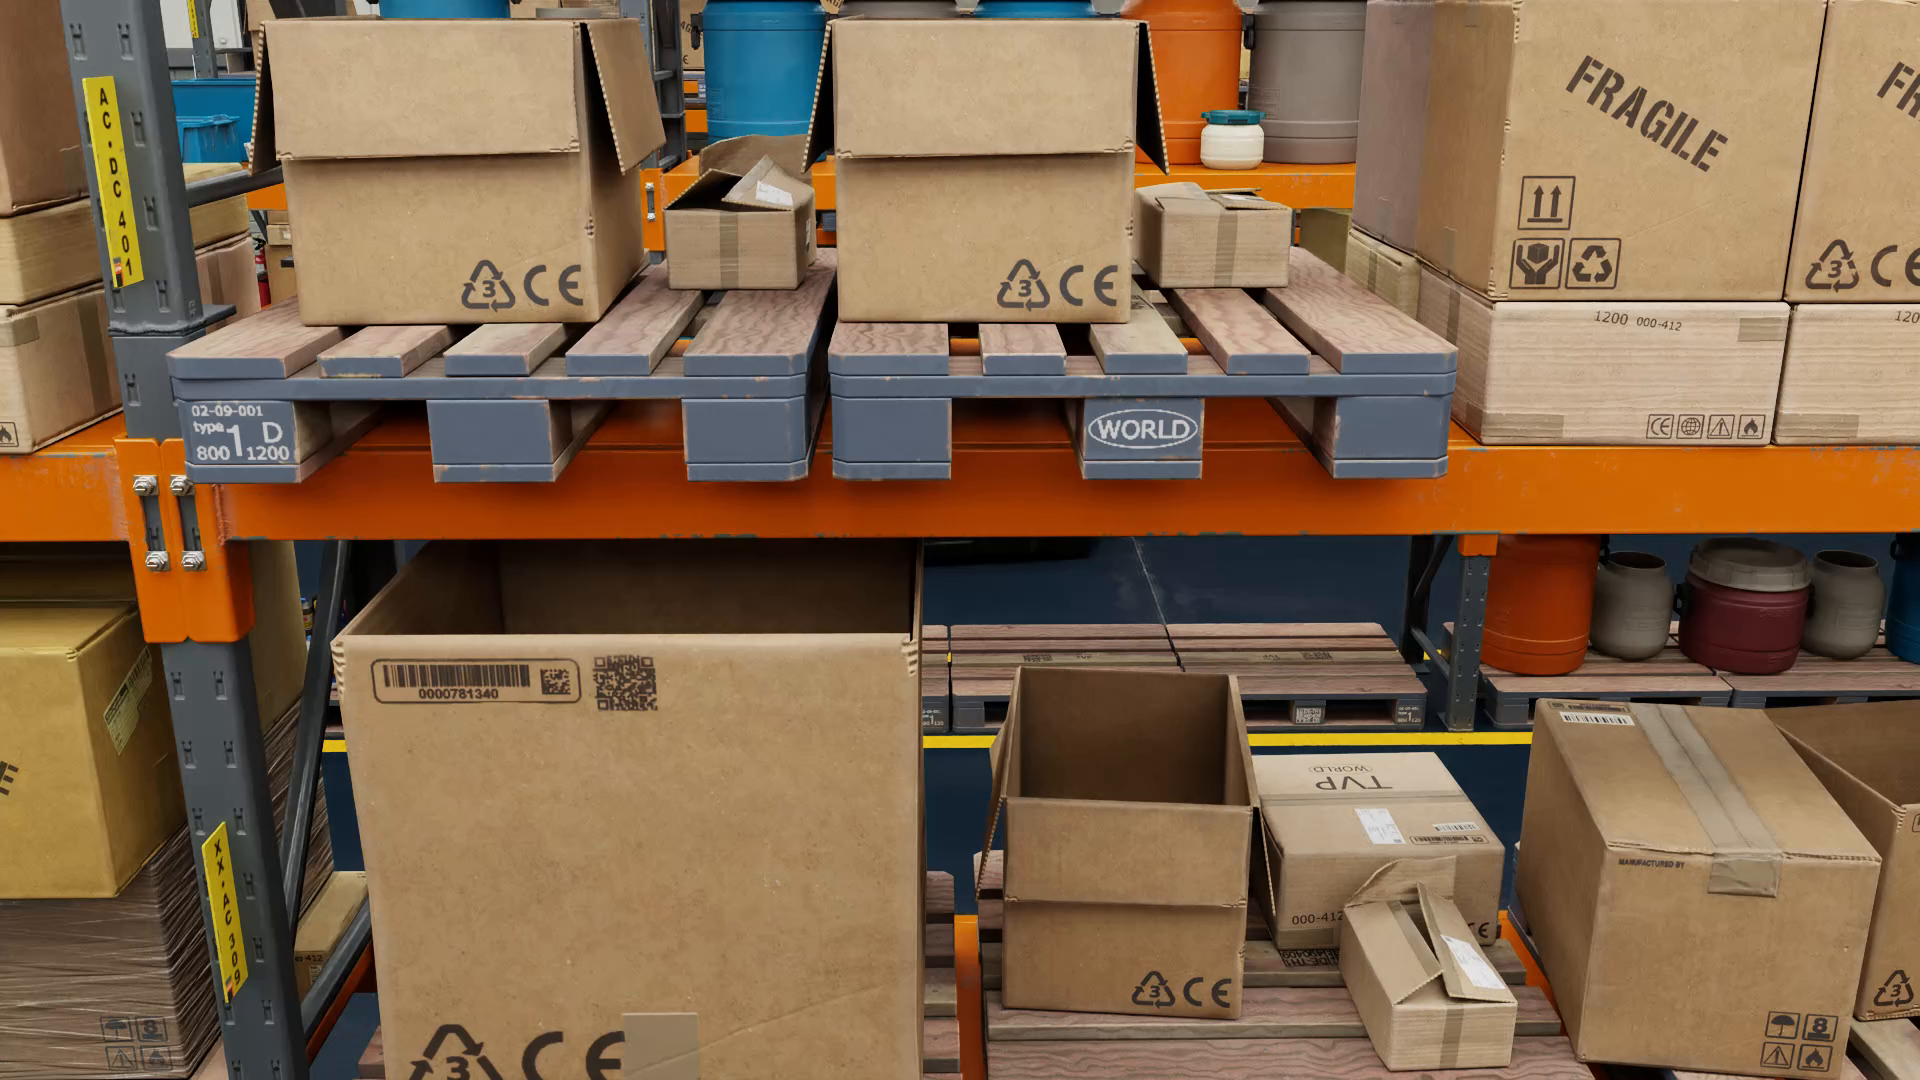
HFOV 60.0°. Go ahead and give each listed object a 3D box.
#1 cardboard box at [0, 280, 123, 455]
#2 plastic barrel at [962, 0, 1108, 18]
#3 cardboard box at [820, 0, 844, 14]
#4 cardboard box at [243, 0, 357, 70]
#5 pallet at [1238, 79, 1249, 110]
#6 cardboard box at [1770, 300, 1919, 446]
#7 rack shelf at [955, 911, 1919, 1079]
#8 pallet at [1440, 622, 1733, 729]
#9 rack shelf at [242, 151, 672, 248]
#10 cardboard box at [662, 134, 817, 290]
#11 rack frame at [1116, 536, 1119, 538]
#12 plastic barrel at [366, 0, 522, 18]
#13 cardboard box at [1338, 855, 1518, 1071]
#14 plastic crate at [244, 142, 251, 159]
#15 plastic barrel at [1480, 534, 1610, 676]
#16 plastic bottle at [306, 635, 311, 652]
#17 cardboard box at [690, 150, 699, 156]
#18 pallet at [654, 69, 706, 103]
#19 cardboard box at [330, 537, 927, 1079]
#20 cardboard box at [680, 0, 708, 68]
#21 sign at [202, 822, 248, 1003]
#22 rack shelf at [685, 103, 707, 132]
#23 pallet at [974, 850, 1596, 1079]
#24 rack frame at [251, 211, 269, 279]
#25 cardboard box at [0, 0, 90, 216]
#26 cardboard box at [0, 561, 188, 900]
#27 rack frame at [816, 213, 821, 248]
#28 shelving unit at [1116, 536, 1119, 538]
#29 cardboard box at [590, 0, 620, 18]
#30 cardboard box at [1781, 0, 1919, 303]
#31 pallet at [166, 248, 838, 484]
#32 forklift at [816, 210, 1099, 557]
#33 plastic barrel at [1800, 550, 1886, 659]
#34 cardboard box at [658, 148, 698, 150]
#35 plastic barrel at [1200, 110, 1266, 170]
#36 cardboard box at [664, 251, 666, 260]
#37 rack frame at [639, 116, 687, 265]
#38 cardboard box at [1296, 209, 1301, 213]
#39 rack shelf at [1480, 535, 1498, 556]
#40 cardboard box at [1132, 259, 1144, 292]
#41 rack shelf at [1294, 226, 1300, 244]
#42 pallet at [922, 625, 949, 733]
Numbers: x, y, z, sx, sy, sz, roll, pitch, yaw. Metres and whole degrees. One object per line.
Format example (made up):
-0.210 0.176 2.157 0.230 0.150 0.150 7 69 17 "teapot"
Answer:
-1.824 -0.340 3.032 0.500 0.250 0.500 0 18 1 "cardboard box"
0.362 -2.320 8.138 0.708 0.901 0.600 0 18 -1 "plastic barrel"
-0.908 -3.996 12.512 0.500 0.500 0.500 0 18 0 "cardboard box"
-4.950 -3.817 12.540 0.637 0.503 0.797 1 18 3 "cardboard box"
1.797 -3.418 12.690 1.003 0.211 1.213 1 18 2 "pallet"
1.659 -0.358 3.087 0.500 0.250 0.500 0 18 -1 "cardboard box"
0.627 1.268 3.863 4.000 0.370 1.077 0 18 -1 "rack shelf"
3.336 0.714 8.976 1.213 0.211 1.003 0 18 -1 "pallet"
-3.451 -1.654 8.060 4.000 0.370 1.077 0 18 -1 "rack shelf"
-0.434 -0.665 3.331 0.258 0.266 0.396 0 18 1 "cardboard box"
1.087 -0.476 11.557 0.006 0.900 0.240 -2 18 -7 "rack frame"
-2.448 -2.473 7.927 0.708 0.901 0.600 0 18 -1 "plastic barrel"
0.964 0.870 3.457 0.258 0.266 0.396 -1 18 -2 "cardboard box"
-3.049 -1.750 7.612 0.396 0.136 0.243 0 18 -1 "plastic crate"
3.037 0.229 8.790 0.708 0.830 0.600 0 18 -1 "plastic barrel"
-3.290 0.616 8.464 0.097 0.271 0.097 0 18 0 "plastic bottle"
-1.969 -2.752 12.929 0.500 0.500 0.700 0 18 -1 "cardboard box"
-2.378 -3.465 12.673 1.213 0.211 1.003 0 18 -1 "pallet"
-0.576 0.488 3.446 1.000 1.000 1.000 0 18 0 "cardboard box"
-2.033 -3.911 12.839 0.500 0.500 0.500 1 18 4 "cardboard box"
-1.356 0.688 3.074 0.005 0.325 0.100 0 18 -1 "sign"
-3.525 -3.167 12.776 4.000 0.370 1.077 0 18 -1 "rack shelf"
0.648 1.029 3.744 1.213 0.211 1.003 0 18 -1 "pallet"
-5.525 -2.072 13.095 0.127 3.000 1.000 0 18 -1 "rack frame"
-1.819 -0.841 2.878 0.500 0.500 0.500 -1 18 -2 "cardboard box"
-1.818 0.356 3.241 0.500 0.500 0.500 0 18 -1 "cardboard box"
-1.607 -3.604 17.871 0.127 3.000 1.000 0 18 -1 "rack frame"
0.986 -0.472 11.544 0.210 0.900 0.258 -2 18 -7 "shelving unit"
-3.638 -5.630 17.442 0.500 0.500 0.500 0 18 -1 "cardboard box"
1.641 -0.714 2.970 0.500 0.500 0.500 0 18 -1 "cardboard box"
-0.754 -0.375 3.201 1.003 0.211 1.213 0 18 -1 "pallet"
-0.621 -1.370 11.019 3.031 2.935 1.130 -2 18 -7 "forklift"
4.730 0.344 8.949 0.421 0.512 0.421 0 18 0 "plastic barrel"
-3.096 -3.958 17.962 0.500 0.500 0.500 0 18 1 "cardboard box"
1.281 -1.882 7.820 0.301 0.262 0.301 0 18 0 "plastic barrel"
-2.496 -2.130 13.113 0.500 0.500 0.700 0 18 -1 "cardboard box"
-1.451 -0.578 8.439 0.127 3.000 1.000 0 18 -1 "rack frame"
3.406 -3.746 17.630 0.500 0.500 0.500 0 18 1 "cardboard box"
4.548 -0.264 8.639 4.000 0.370 1.077 0 18 -1 "rack shelf"
1.577 -2.123 13.399 0.500 0.311 0.500 0 18 -2 "cardboard box"
4.392 -3.290 18.071 4.000 0.370 1.077 0 18 -1 "rack shelf"
-0.666 0.734 8.913 1.213 0.211 1.003 0 18 -1 "pallet"
